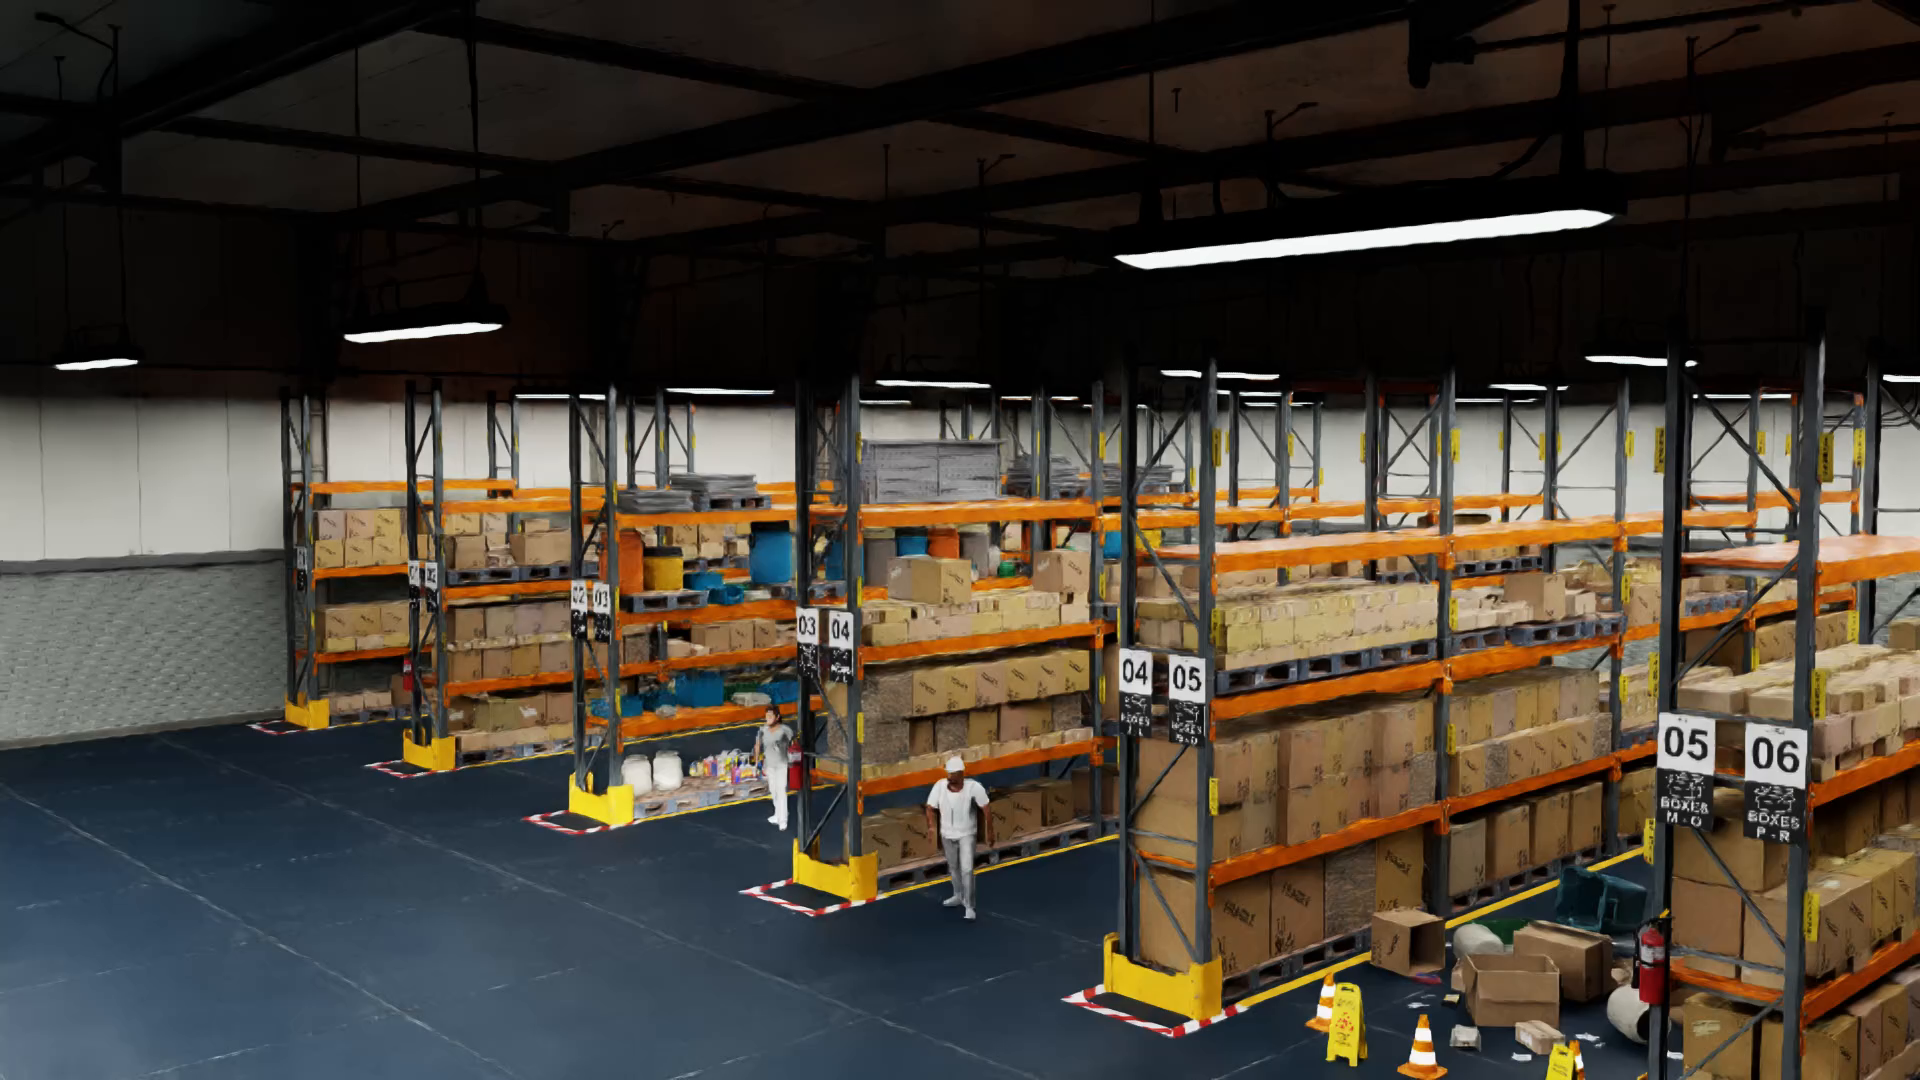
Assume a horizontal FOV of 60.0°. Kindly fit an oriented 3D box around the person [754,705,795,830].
[{"bbox_3d":[-2.389,2.957,21.839,0.586,1.617,0.756,2,4,25],"label":"person"}]

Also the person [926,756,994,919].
[{"bbox_3d":[-0.010,3.159,17.891,0.702,1.706,0.761,2,4,24],"label":"person"}]
